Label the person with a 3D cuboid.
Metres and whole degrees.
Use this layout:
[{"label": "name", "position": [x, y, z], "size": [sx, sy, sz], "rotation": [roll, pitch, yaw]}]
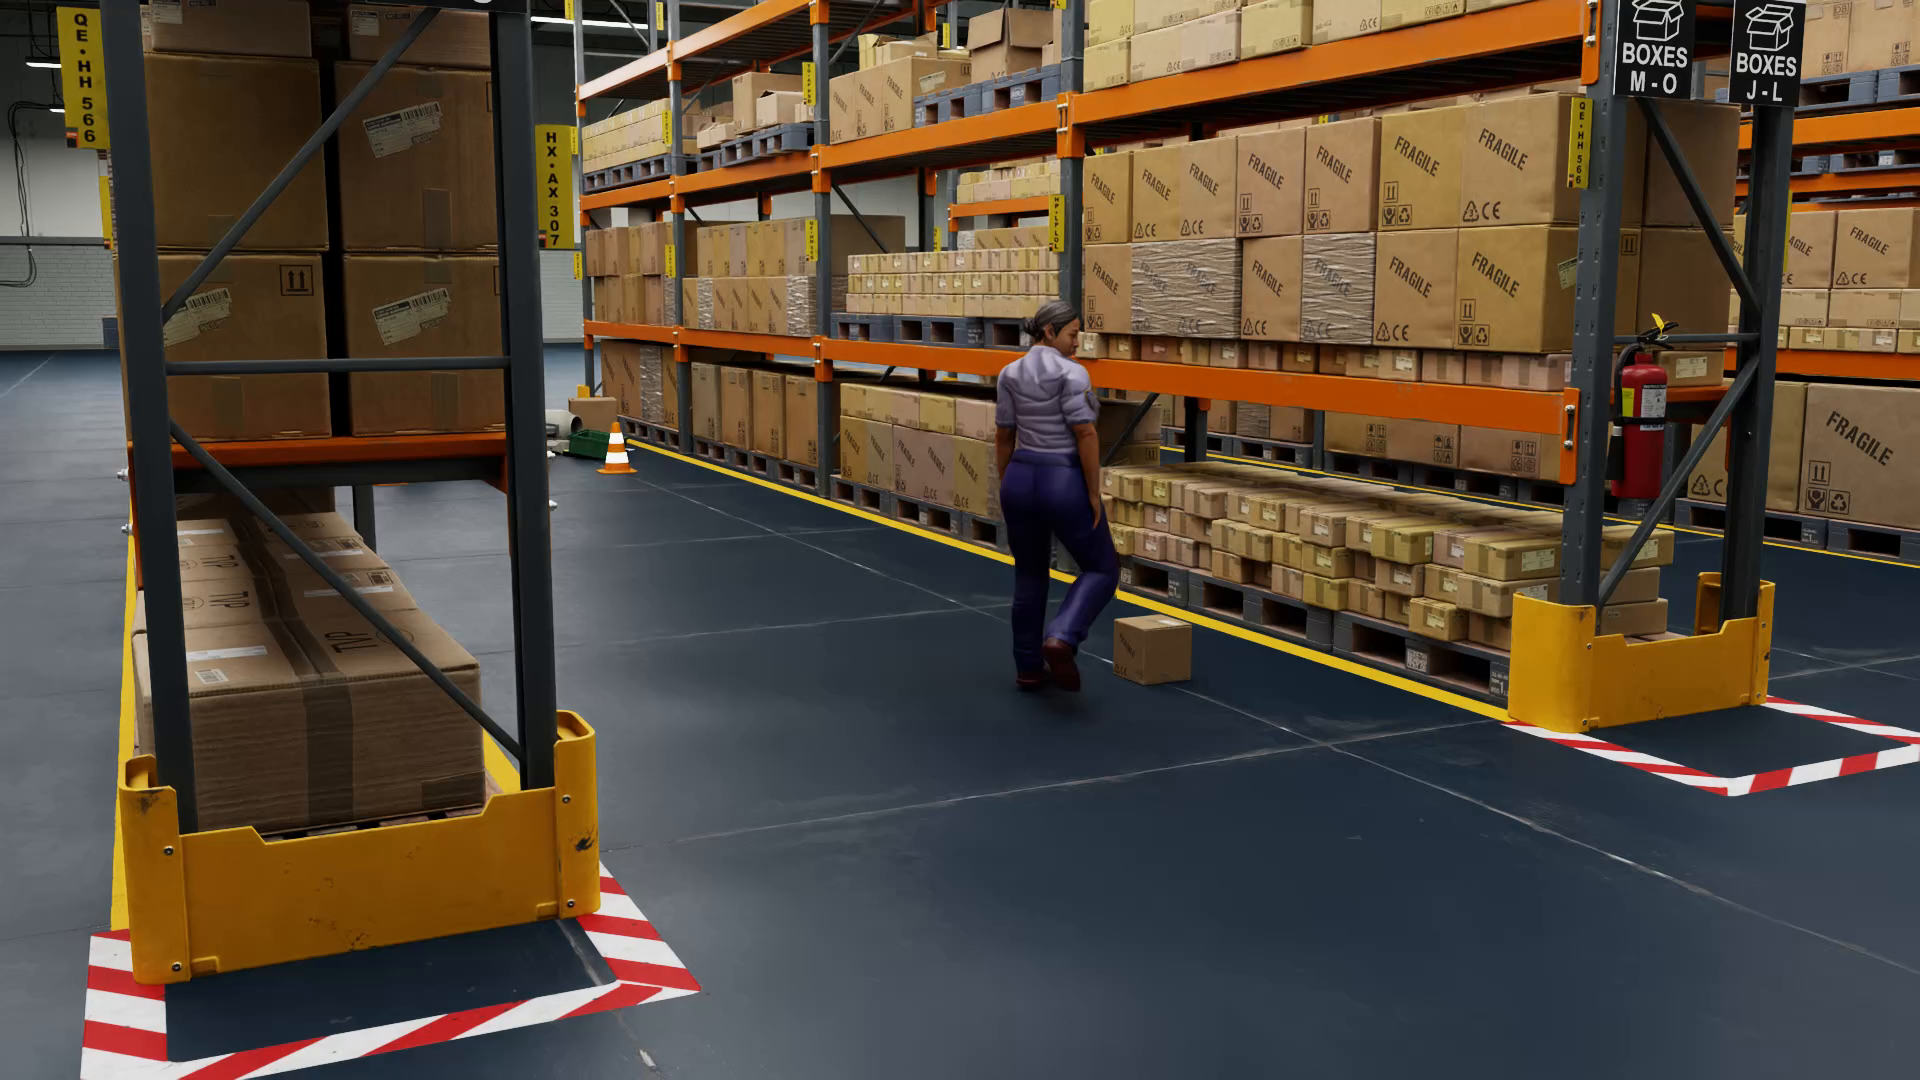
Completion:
[{"label": "person", "position": [0.359, -0.169, 6.921], "size": [0.523, 1.645, 0.556], "rotation": [5, 10, 32]}]
